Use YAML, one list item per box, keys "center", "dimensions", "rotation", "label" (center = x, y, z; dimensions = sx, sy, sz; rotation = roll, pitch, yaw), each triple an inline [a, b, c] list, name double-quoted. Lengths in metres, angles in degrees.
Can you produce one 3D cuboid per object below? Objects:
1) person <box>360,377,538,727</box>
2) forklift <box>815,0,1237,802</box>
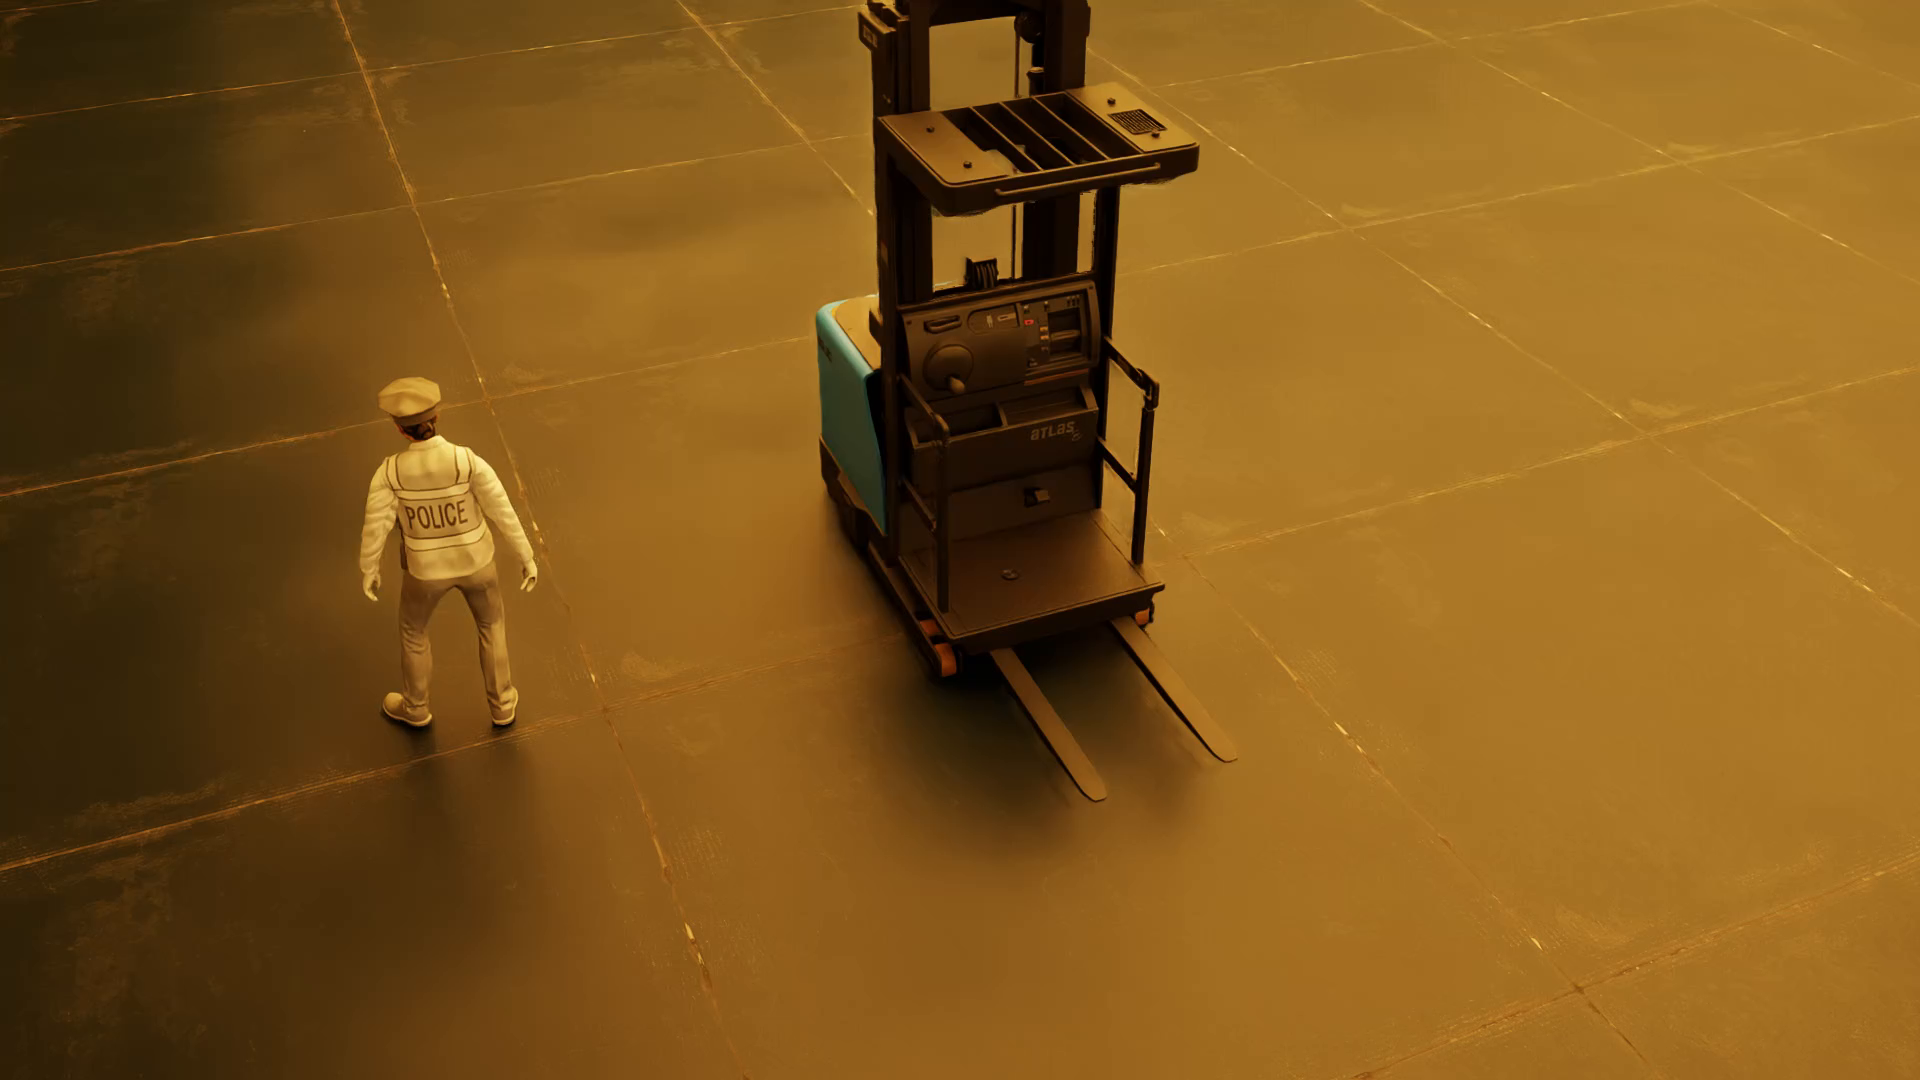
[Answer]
- center: [-2.211, 0.100, 7.083]
  dimensions: [0.781, 1.637, 0.373]
  rotation: [-9, 36, -13]
  label: "person"
- center: [0.277, -0.835, 7.273]
  dimensions: [1.130, 2.935, 3.031]
  rotation: [-13, 38, -18]
  label: "forklift"
